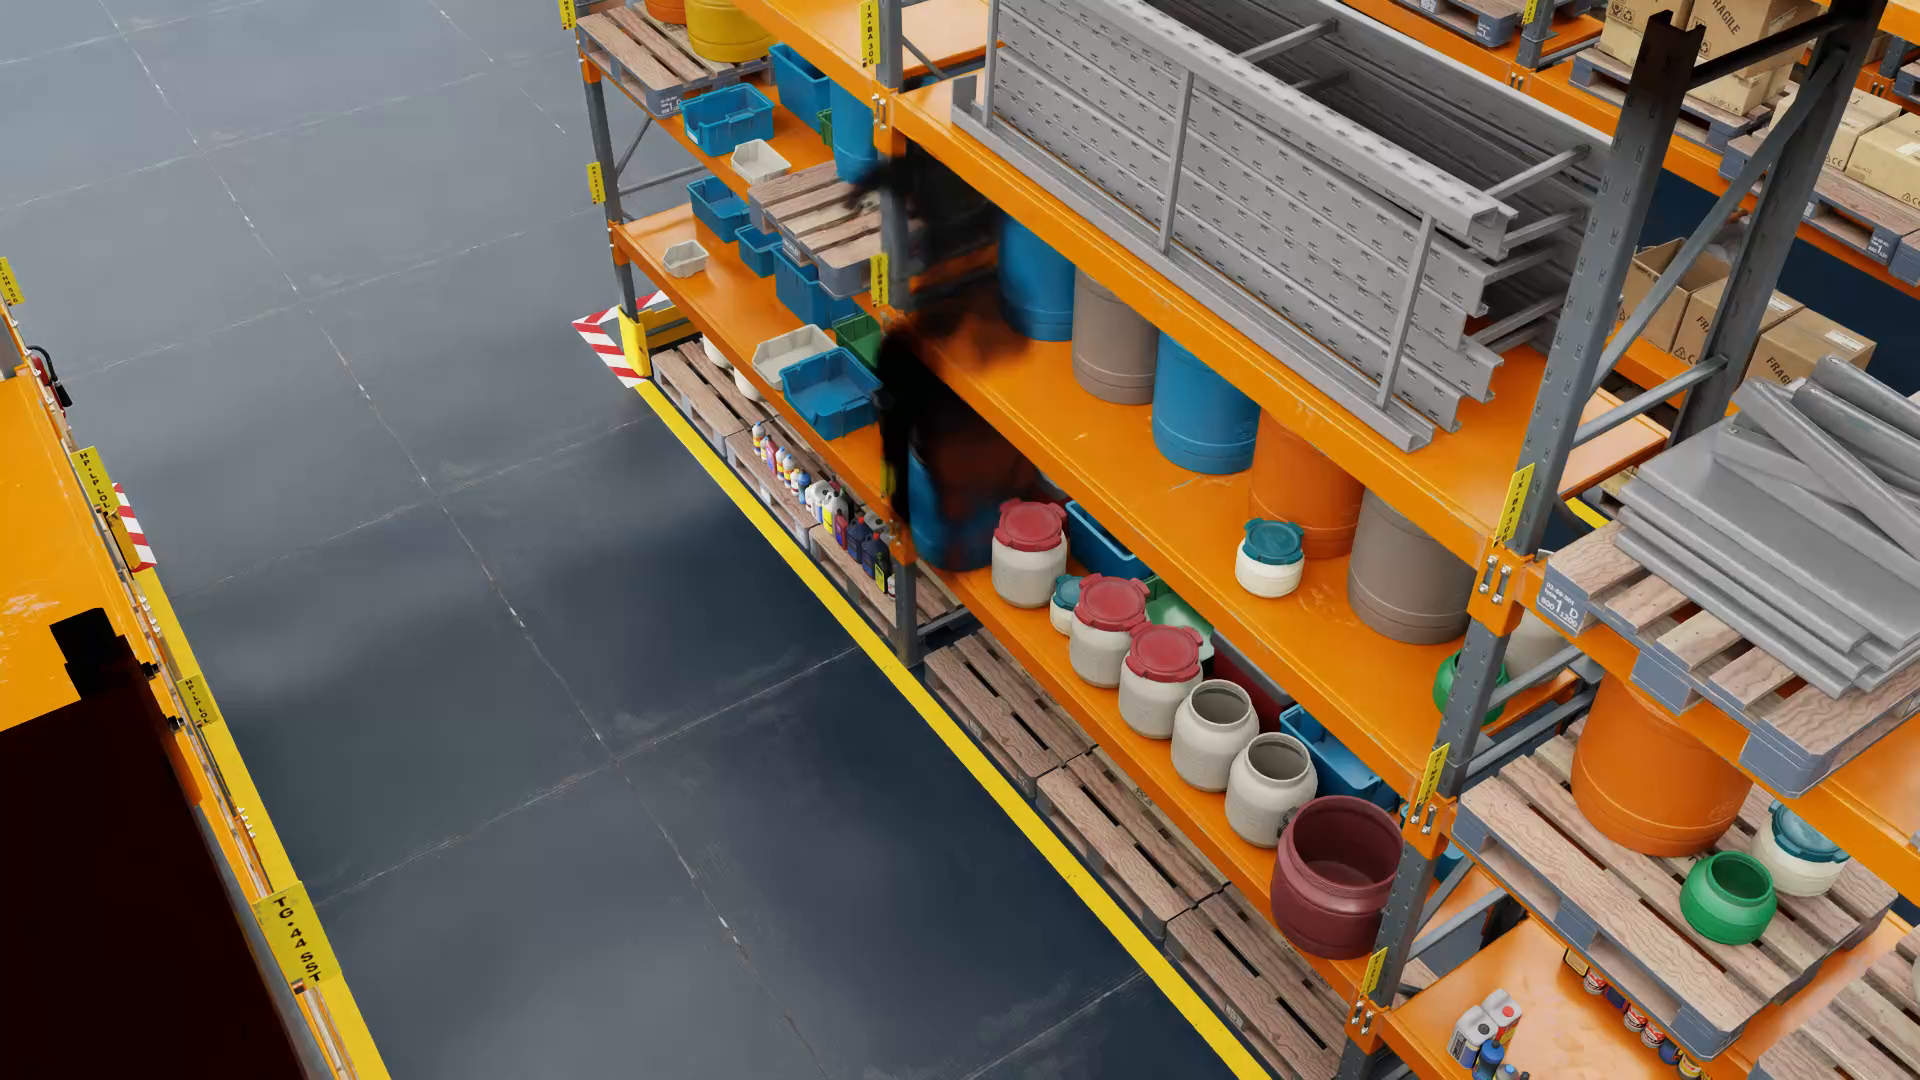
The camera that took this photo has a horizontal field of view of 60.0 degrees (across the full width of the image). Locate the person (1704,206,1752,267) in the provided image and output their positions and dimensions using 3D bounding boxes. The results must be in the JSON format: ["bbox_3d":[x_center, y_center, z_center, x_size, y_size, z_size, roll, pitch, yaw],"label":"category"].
[{"bbox_3d":[6.320,-2.658,13.456,0.599,1.628,0.539,-29,50,-27],"label":"person"}]
